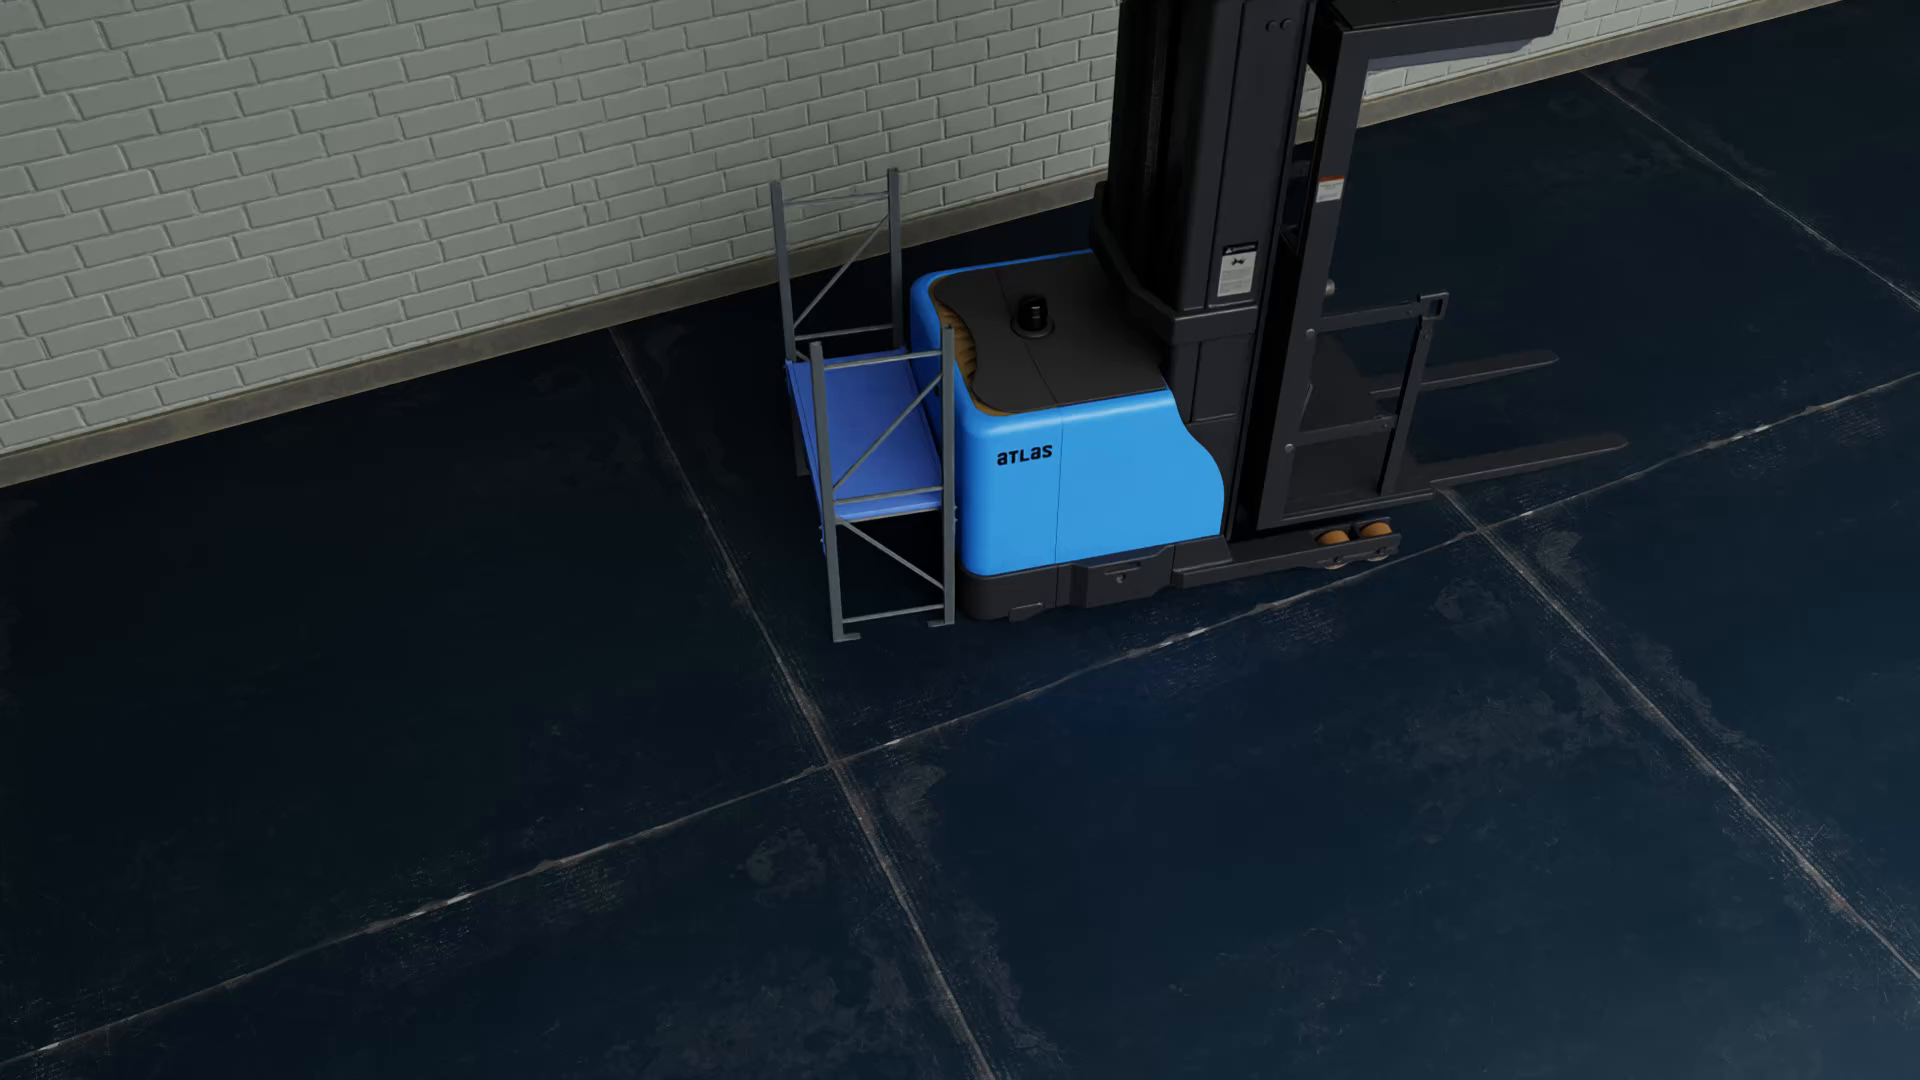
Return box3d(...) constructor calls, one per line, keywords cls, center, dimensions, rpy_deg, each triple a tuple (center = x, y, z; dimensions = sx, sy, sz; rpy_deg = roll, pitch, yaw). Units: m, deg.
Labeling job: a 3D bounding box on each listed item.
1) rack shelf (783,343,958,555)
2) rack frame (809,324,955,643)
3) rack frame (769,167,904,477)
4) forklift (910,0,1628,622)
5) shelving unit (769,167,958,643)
box3d(cls="rack shelf", center=(-0.376, -0.387, 6.699), dimensions=(0.538, 0.185, 1.000), rpy_deg=(-9, 45, -9))
box3d(cls="rack frame", center=(-0.268, -0.166, 6.219), dimensions=(0.500, 1.500, 0.032), rpy_deg=(-9, 45, -9))
box3d(cls="rack frame", center=(-0.483, -0.864, 6.927), dimensions=(0.500, 1.500, 0.032), rpy_deg=(-9, 45, -9))
box3d(cls="forklift", center=(1.359, -1.271, 6.320), dimensions=(3.031, 2.935, 1.130), rpy_deg=(-10, 46, -10))
box3d(cls="shelving unit", center=(-0.376, -0.515, 6.573), dimensions=(0.538, 1.500, 1.048), rpy_deg=(-9, 45, -9))
